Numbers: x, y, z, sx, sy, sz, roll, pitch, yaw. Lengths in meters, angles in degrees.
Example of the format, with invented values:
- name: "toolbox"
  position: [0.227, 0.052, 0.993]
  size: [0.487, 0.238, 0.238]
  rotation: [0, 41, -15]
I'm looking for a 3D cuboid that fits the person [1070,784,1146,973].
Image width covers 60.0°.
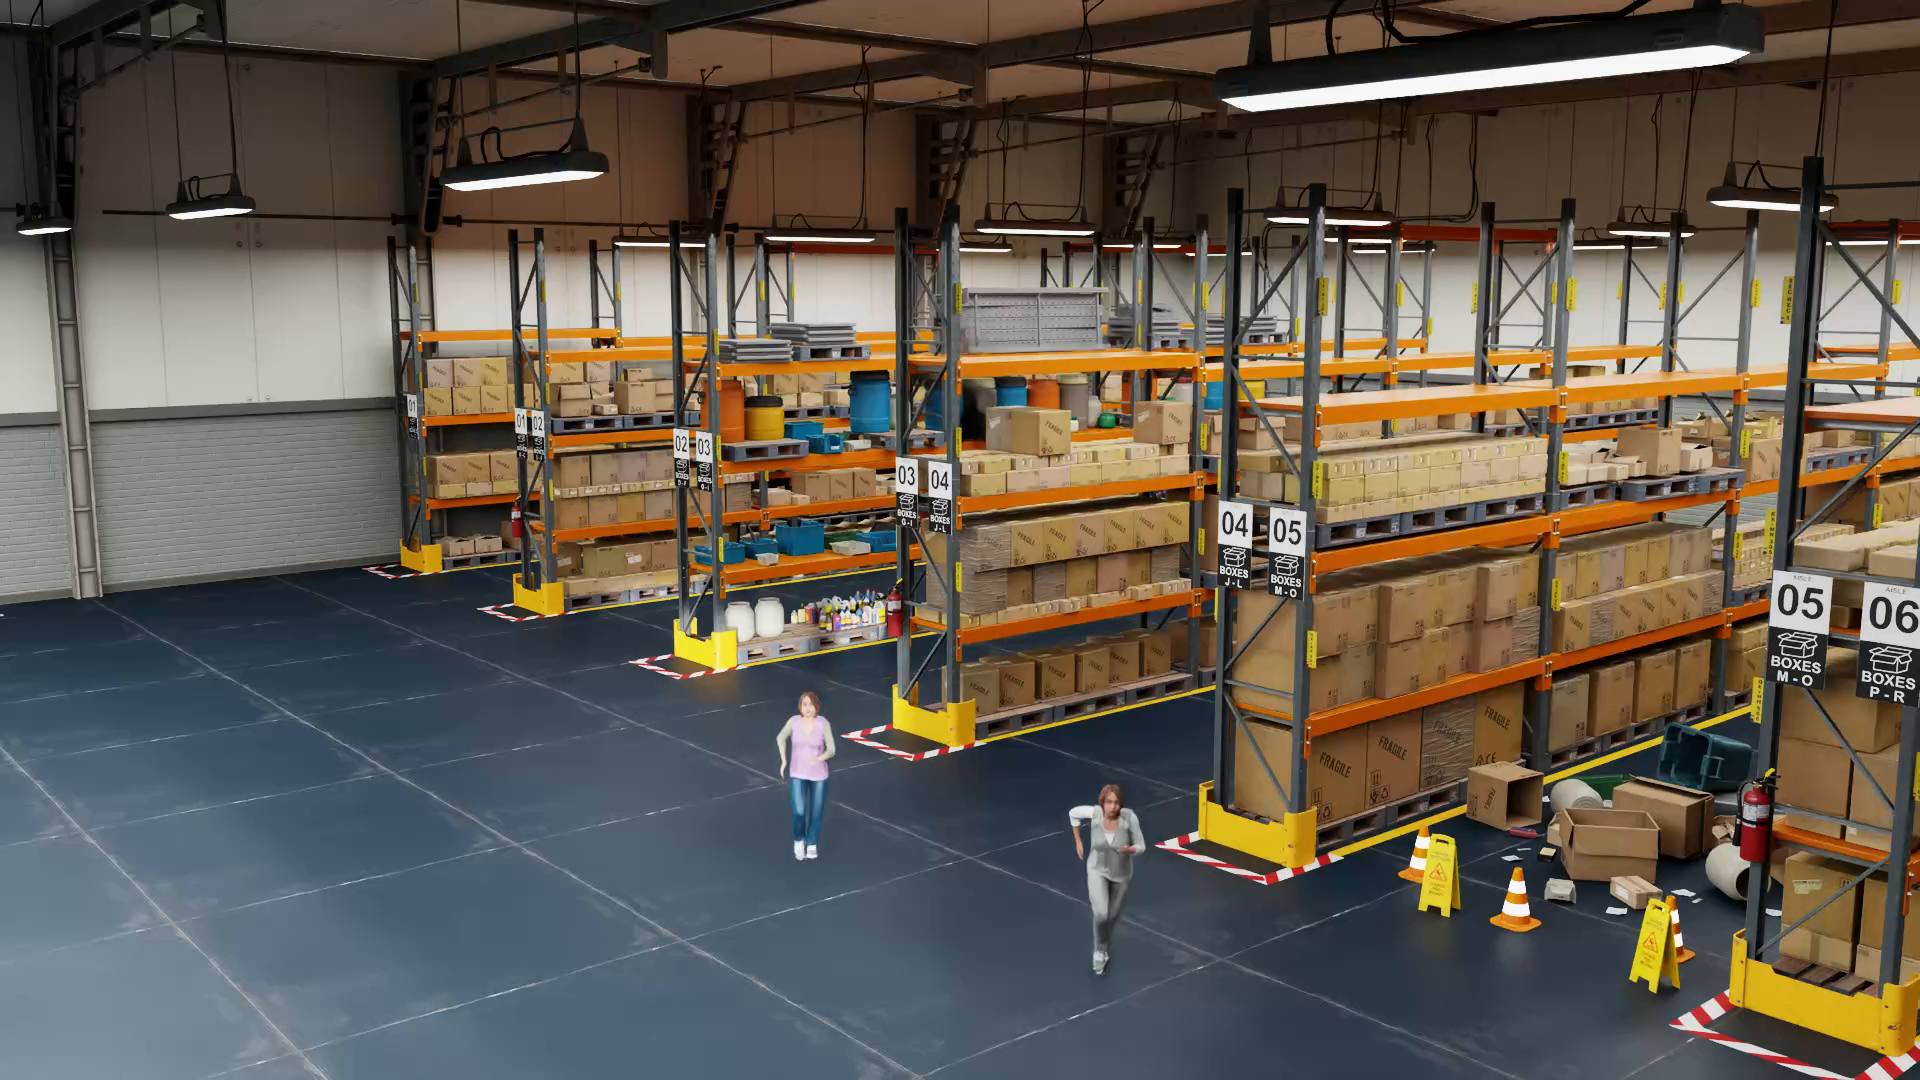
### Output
- name: "person"
  position: [1.094, 2.504, 12.390]
  size: [0.526, 1.523, 0.823]
  rotation: [-1, 9, -4]

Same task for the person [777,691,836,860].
- name: "person"
  position: [-1.364, 2.119, 14.805]
  size: [0.517, 1.565, 0.621]
  rotation: [-1, 9, -6]
